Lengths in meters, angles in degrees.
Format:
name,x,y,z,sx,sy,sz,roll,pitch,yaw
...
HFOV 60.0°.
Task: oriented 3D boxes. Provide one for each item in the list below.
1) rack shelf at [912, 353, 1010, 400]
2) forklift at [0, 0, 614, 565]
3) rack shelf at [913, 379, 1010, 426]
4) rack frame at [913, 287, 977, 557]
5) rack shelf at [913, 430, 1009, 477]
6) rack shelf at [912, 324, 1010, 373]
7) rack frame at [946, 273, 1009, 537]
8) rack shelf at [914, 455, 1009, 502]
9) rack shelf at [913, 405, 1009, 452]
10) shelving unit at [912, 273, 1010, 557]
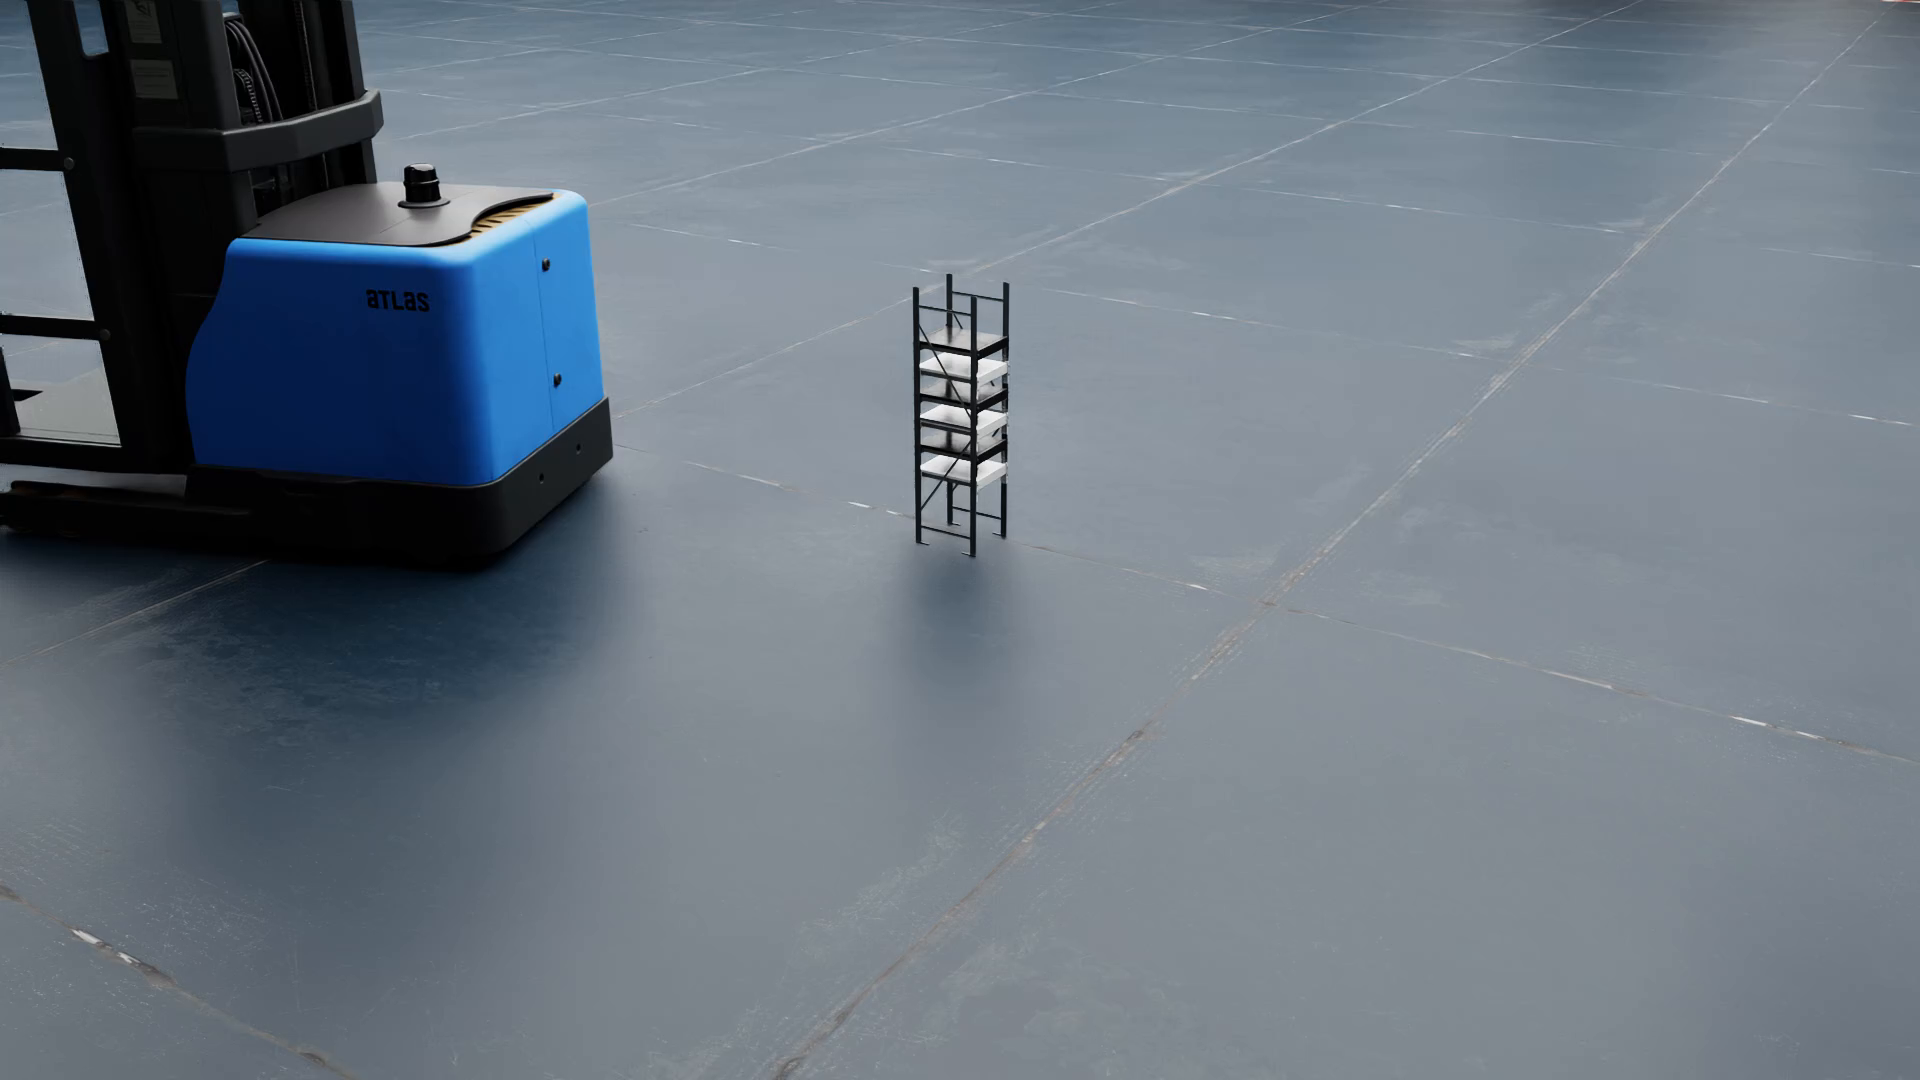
name,x,y,z,sx,sy,sz,roll,pitch,yaw
rack shelf,0.004,-0.550,5.519,0.258,0.077,0.200,14,27,29
forklift,-2.884,-1.551,5.643,3.031,2.935,1.130,5,24,11
rack shelf,0.004,-0.468,5.555,0.258,0.077,0.200,14,27,29
rack frame,-0.049,-0.381,5.498,0.240,0.900,0.006,14,27,29
rack shelf,0.004,-0.303,5.627,0.258,0.077,0.200,14,27,29
rack shelf,0.004,-0.633,5.484,0.258,0.077,0.200,14,27,29
rack frame,0.058,-0.450,5.657,0.240,0.900,0.006,14,27,29
rack shelf,0.004,-0.220,5.662,0.258,0.077,0.200,14,27,29
rack shelf,0.004,-0.385,5.591,0.258,0.077,0.200,14,27,29
shelving unit,0.004,-0.416,5.578,0.258,0.900,0.210,14,27,29
